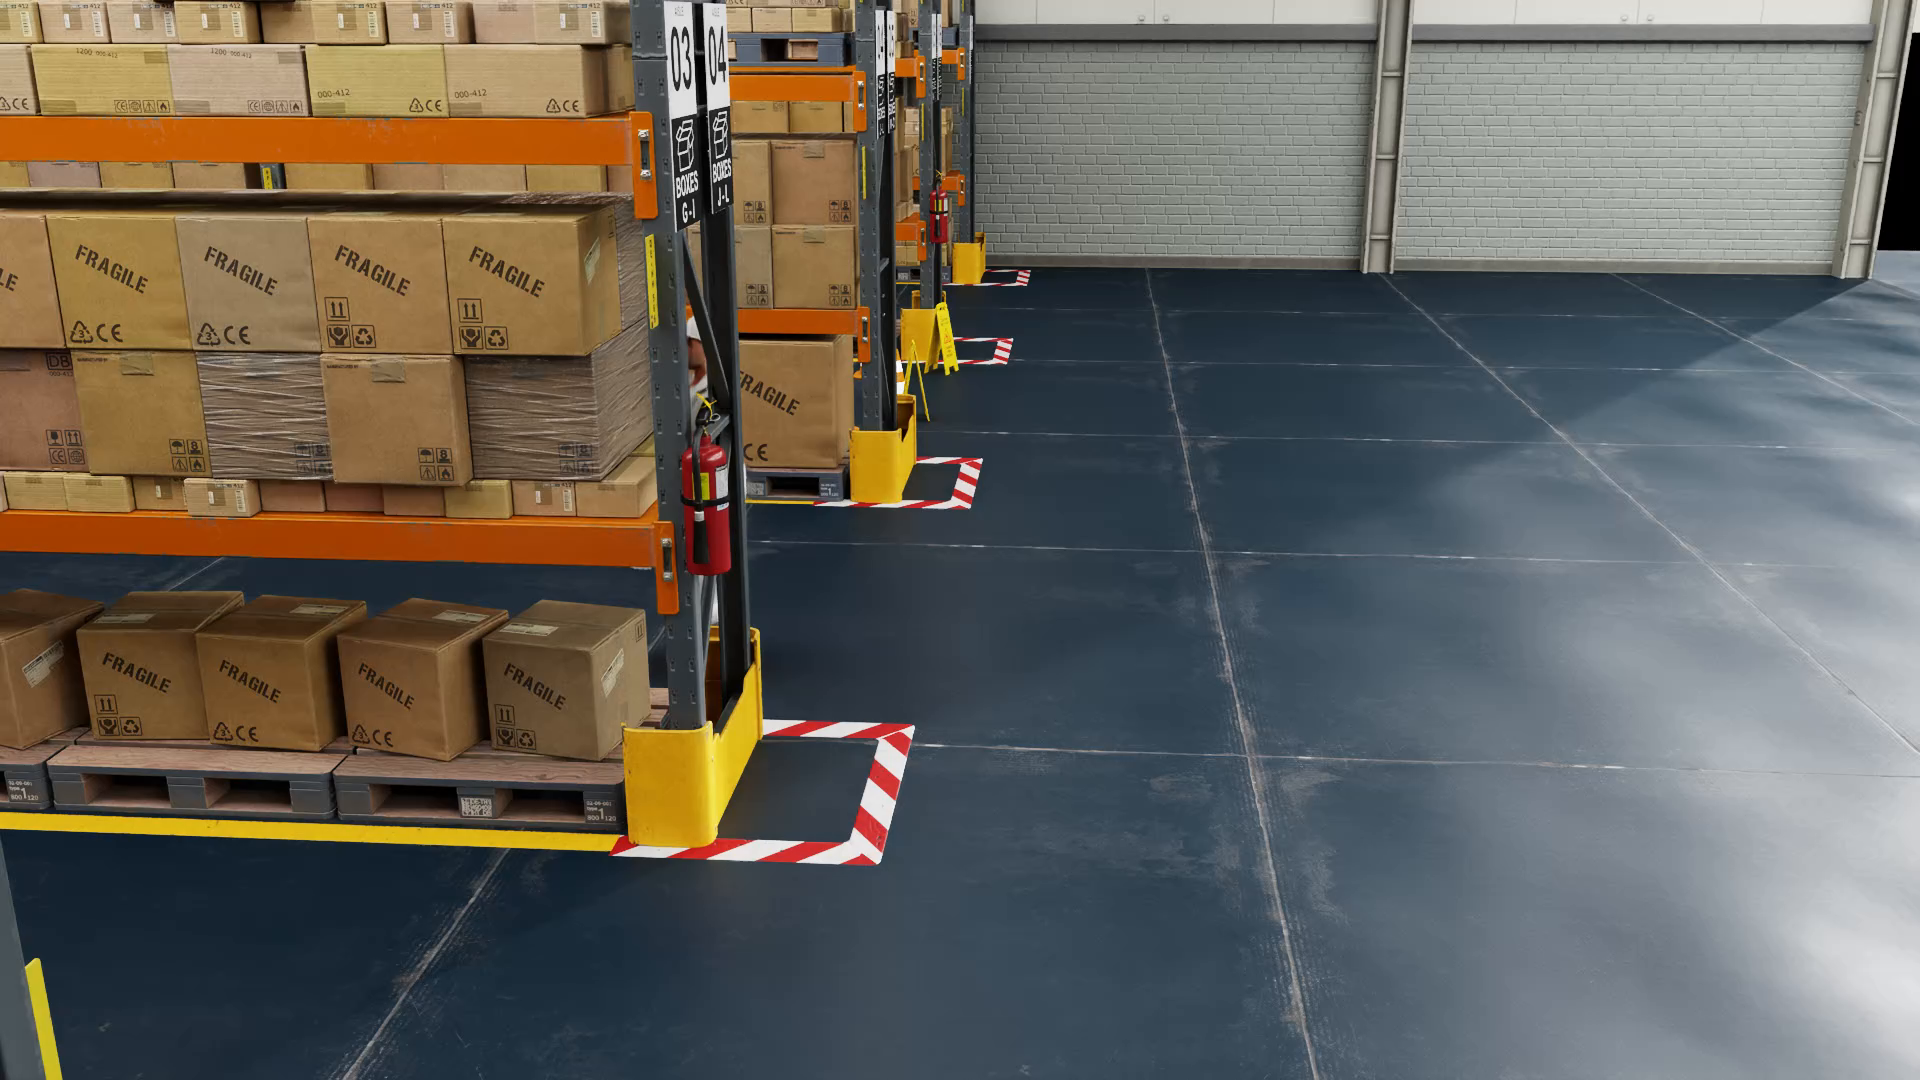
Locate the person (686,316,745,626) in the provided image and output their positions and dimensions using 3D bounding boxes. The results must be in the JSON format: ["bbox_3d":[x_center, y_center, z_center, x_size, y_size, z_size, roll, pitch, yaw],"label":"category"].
[{"bbox_3d":[-1.352,-0.236,8.266,0.561,1.787,0.495,-5,18,-14],"label":"person"}]
